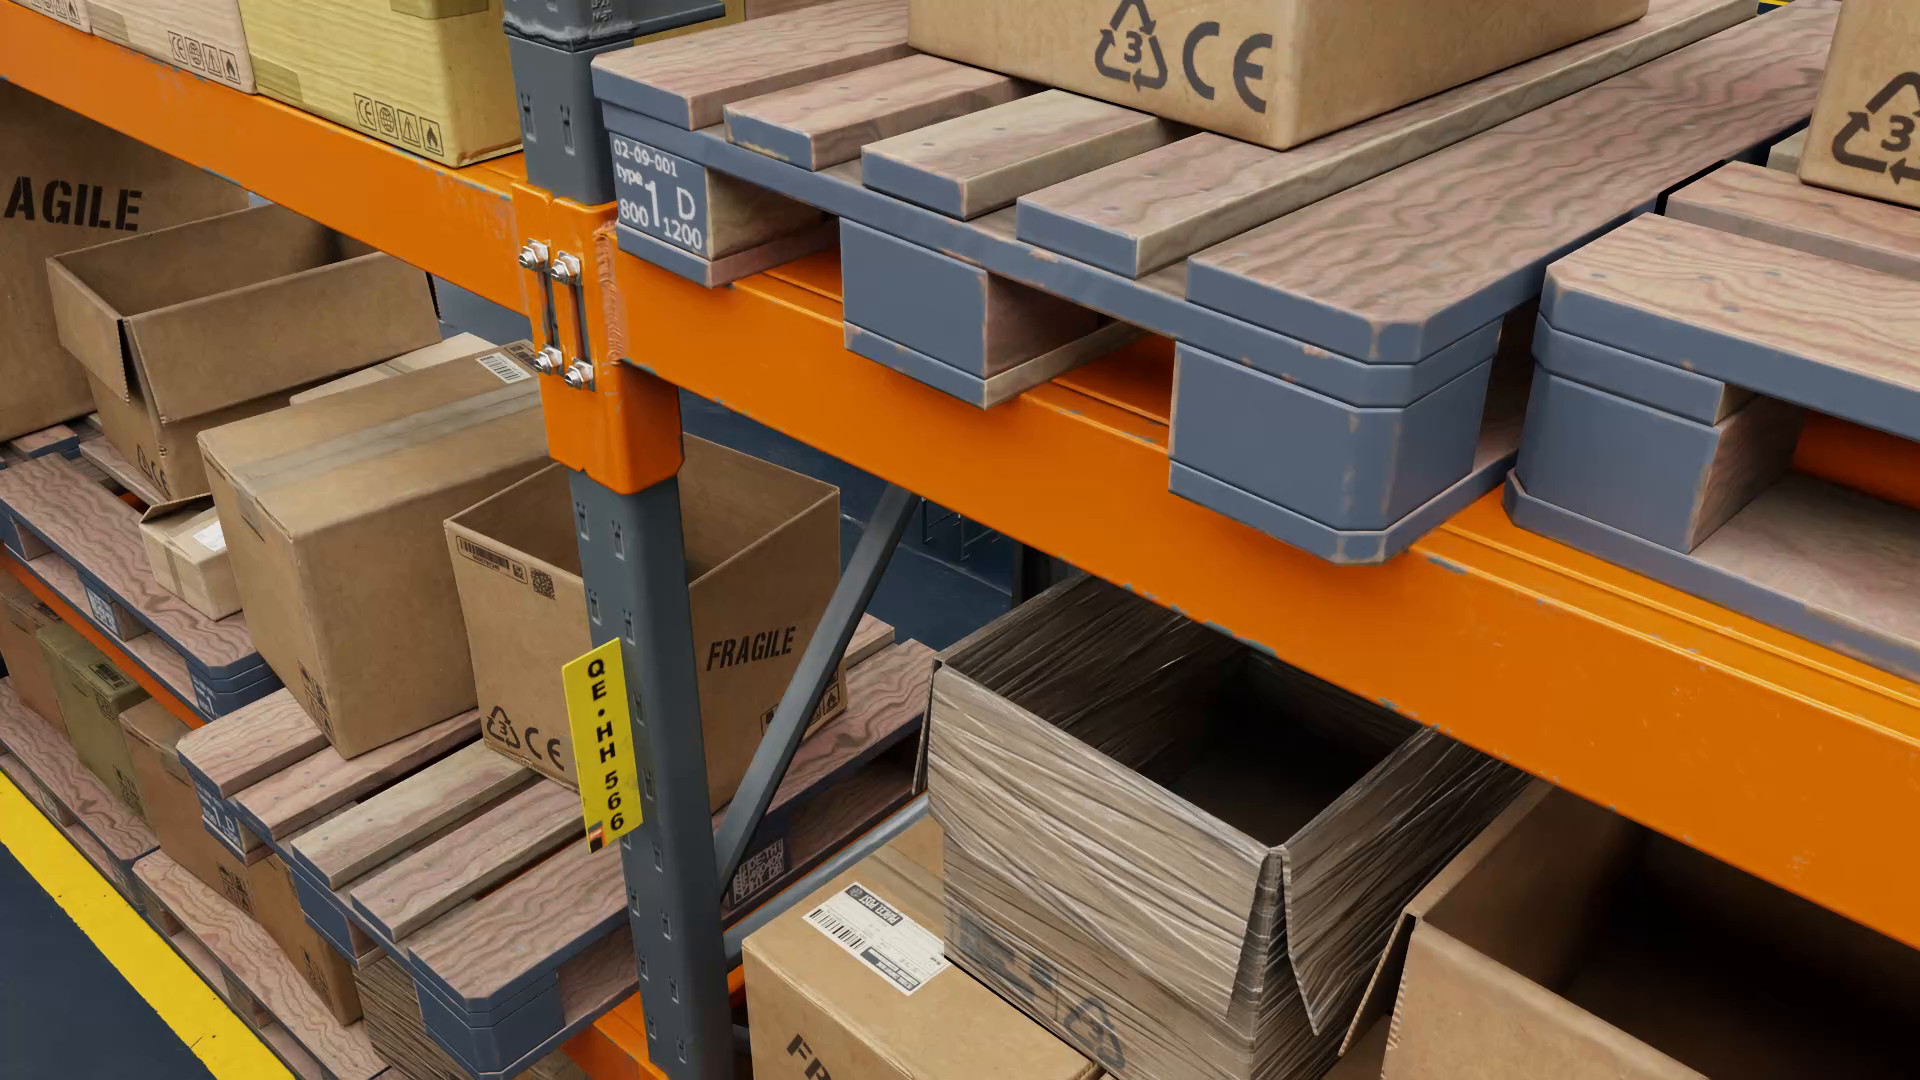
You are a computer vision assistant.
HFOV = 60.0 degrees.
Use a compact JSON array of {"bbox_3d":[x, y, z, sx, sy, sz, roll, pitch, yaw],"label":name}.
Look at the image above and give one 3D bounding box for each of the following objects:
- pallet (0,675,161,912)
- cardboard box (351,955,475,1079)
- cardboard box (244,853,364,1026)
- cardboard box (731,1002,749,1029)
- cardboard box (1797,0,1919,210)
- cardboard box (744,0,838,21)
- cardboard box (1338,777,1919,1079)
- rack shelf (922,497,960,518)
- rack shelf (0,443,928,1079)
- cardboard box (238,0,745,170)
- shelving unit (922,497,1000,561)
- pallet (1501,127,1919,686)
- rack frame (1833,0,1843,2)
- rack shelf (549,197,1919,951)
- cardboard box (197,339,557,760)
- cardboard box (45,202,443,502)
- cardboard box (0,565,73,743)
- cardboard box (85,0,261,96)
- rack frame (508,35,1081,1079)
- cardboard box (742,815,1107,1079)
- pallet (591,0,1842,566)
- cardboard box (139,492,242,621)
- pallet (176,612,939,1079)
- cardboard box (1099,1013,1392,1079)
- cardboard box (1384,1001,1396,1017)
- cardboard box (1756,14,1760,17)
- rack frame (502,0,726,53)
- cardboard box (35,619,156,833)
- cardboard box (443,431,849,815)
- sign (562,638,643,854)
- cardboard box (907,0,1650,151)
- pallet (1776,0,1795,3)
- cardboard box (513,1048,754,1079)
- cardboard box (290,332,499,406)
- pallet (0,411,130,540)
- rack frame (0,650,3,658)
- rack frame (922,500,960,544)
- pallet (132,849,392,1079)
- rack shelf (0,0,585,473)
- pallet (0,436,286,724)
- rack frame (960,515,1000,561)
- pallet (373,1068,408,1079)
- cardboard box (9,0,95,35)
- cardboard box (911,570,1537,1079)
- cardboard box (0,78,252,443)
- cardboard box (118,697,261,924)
[{"bbox_3d":[-2.523,0.619,5.516,1.213,0.211,1.003,25,39,35],"label":"pallet"},{"bbox_3d":[-1.066,1.011,4.159,0.500,0.500,0.700,21,37,31],"label":"cardboard box"},{"bbox_3d":[-1.491,0.818,4.480,0.700,0.500,0.500,-26,39,-36],"label":"cardboard box"},{"bbox_3d":[-0.653,0.881,3.648,0.500,0.250,0.500,27,40,37],"label":"cardboard box"},{"bbox_3d":[1.064,-0.519,1.291,0.500,0.500,0.500,-27,40,-37],"label":"cardboard box"},{"bbox_3d":[-0.313,-0.941,2.641,0.500,0.250,0.500,26,40,36],"label":"cardboard box"},{"bbox_3d":[0.877,0.554,1.853,0.637,0.503,0.797,26,40,36],"label":"cardboard box"},{"bbox_3d":[0.006,-0.200,6.623,0.200,0.077,0.258,25,39,35],"label":"rack shelf"},{"bbox_3d":[-1.618,0.156,4.279,4.000,0.370,1.077,25,39,35],"label":"rack shelf"},{"bbox_3d":[-0.653,-0.751,2.327,0.500,0.250,0.500,25,39,35],"label":"cardboard box"},{"bbox_3d":[0.006,-0.383,6.513,0.210,0.900,0.258,25,39,35],"label":"shelving unit"},{"bbox_3d":[1.208,-0.075,1.242,1.213,0.211,1.003,27,40,37],"label":"pallet"},{"bbox_3d":[3.188,-1.354,6.090,0.127,3.000,1.000,25,39,35],"label":"rack frame"},{"bbox_3d":[1.347,0.256,1.206,4.000,0.370,1.077,25,39,35],"label":"rack shelf"},{"bbox_3d":[-1.044,-0.009,3.353,0.700,0.500,0.500,-23,38,-33],"label":"cardboard box"},{"bbox_3d":[-1.754,-0.504,4.171,0.797,0.503,0.637,-25,39,-35],"label":"cardboard box"},{"bbox_3d":[-2.661,0.259,5.408,0.500,0.500,0.700,22,37,32],"label":"cardboard box"},{"bbox_3d":[-1.030,-0.918,2.603,0.500,0.250,0.500,25,39,35],"label":"cardboard box"},{"bbox_3d":[-0.136,0.540,2.944,0.127,3.000,1.000,25,39,35],"label":"rack frame"},{"bbox_3d":[0.042,0.770,2.466,0.500,0.500,0.500,26,40,36],"label":"cardboard box"},{"bbox_3d":[0.377,-0.461,1.883,1.003,0.211,1.213,27,40,37],"label":"pallet"},{"bbox_3d":[-1.553,-0.056,3.658,0.258,0.266,0.396,24,38,34],"label":"cardboard box"},{"bbox_3d":[-0.735,0.417,3.336,1.003,0.211,1.213,25,39,35],"label":"pallet"},{"bbox_3d":[0.426,0.947,2.171,0.500,0.500,0.500,24,38,34],"label":"cardboard box"},{"bbox_3d":[0.762,0.748,2.502,0.500,0.500,0.500,25,39,35],"label":"cardboard box"},{"bbox_3d":[5.170,-3.316,11.065,0.500,0.311,0.500,24,39,35],"label":"cardboard box"},{"bbox_3d":[-0.136,-2.030,1.397,0.127,3.000,1.000,25,39,35],"label":"rack frame"},{"bbox_3d":[-2.320,0.431,5.122,0.500,0.500,0.700,25,39,35],"label":"cardboard box"},{"bbox_3d":[-0.563,0.146,3.095,0.500,0.500,0.500,20,36,29],"label":"cardboard box"},{"bbox_3d":[-0.493,0.289,2.316,0.005,0.325,0.100,25,39,35],"label":"sign"},{"bbox_3d":[0.365,-0.785,1.731,0.797,0.503,0.637,-27,40,-37],"label":"cardboard box"},{"bbox_3d":[7.448,-5.063,14.955,1.213,0.211,1.003,25,39,35],"label":"pallet"},{"bbox_3d":[-0.646,1.198,3.848,0.500,0.500,0.700,23,38,33],"label":"cardboard box"},{"bbox_3d":[-1.224,-0.243,3.984,0.500,0.250,0.500,24,38,34],"label":"cardboard box"},{"bbox_3d":[-2.632,-0.442,4.761,1.213,0.211,1.003,25,39,35],"label":"pallet"},{"bbox_3d":[-3.101,-0.844,5.244,0.127,3.000,1.000,25,39,35],"label":"rack frame"},{"bbox_3d":[-0.069,-0.418,6.572,0.006,0.900,0.240,25,39,35],"label":"rack frame"},{"bbox_3d":[-1.614,1.042,4.815,1.213,0.211,1.003,25,39,35],"label":"pallet"},{"bbox_3d":[-1.618,-1.129,3.506,4.000,0.370,1.077,25,39,35],"label":"rack shelf"},{"bbox_3d":[-1.631,-0.047,4.106,1.213,0.211,1.003,25,39,35],"label":"pallet"},{"bbox_3d":[0.081,-0.348,6.455,0.006,0.900,0.240,25,39,35],"label":"rack frame"},{"bbox_3d":[-0.714,1.464,4.114,1.213,0.211,1.003,25,39,35],"label":"pallet"},{"bbox_3d":[-1.400,-1.093,2.894,0.500,0.250,0.500,26,40,36],"label":"cardboard box"},{"bbox_3d":[0.396,0.327,2.229,0.637,0.503,0.797,27,40,37],"label":"cardboard box"},{"bbox_3d":[-2.606,-0.952,4.435,1.000,1.000,1.000,25,39,35],"label":"cardboard box"},{"bbox_3d":[-1.904,0.625,4.801,0.500,0.500,0.700,21,37,31],"label":"cardboard box"}]
